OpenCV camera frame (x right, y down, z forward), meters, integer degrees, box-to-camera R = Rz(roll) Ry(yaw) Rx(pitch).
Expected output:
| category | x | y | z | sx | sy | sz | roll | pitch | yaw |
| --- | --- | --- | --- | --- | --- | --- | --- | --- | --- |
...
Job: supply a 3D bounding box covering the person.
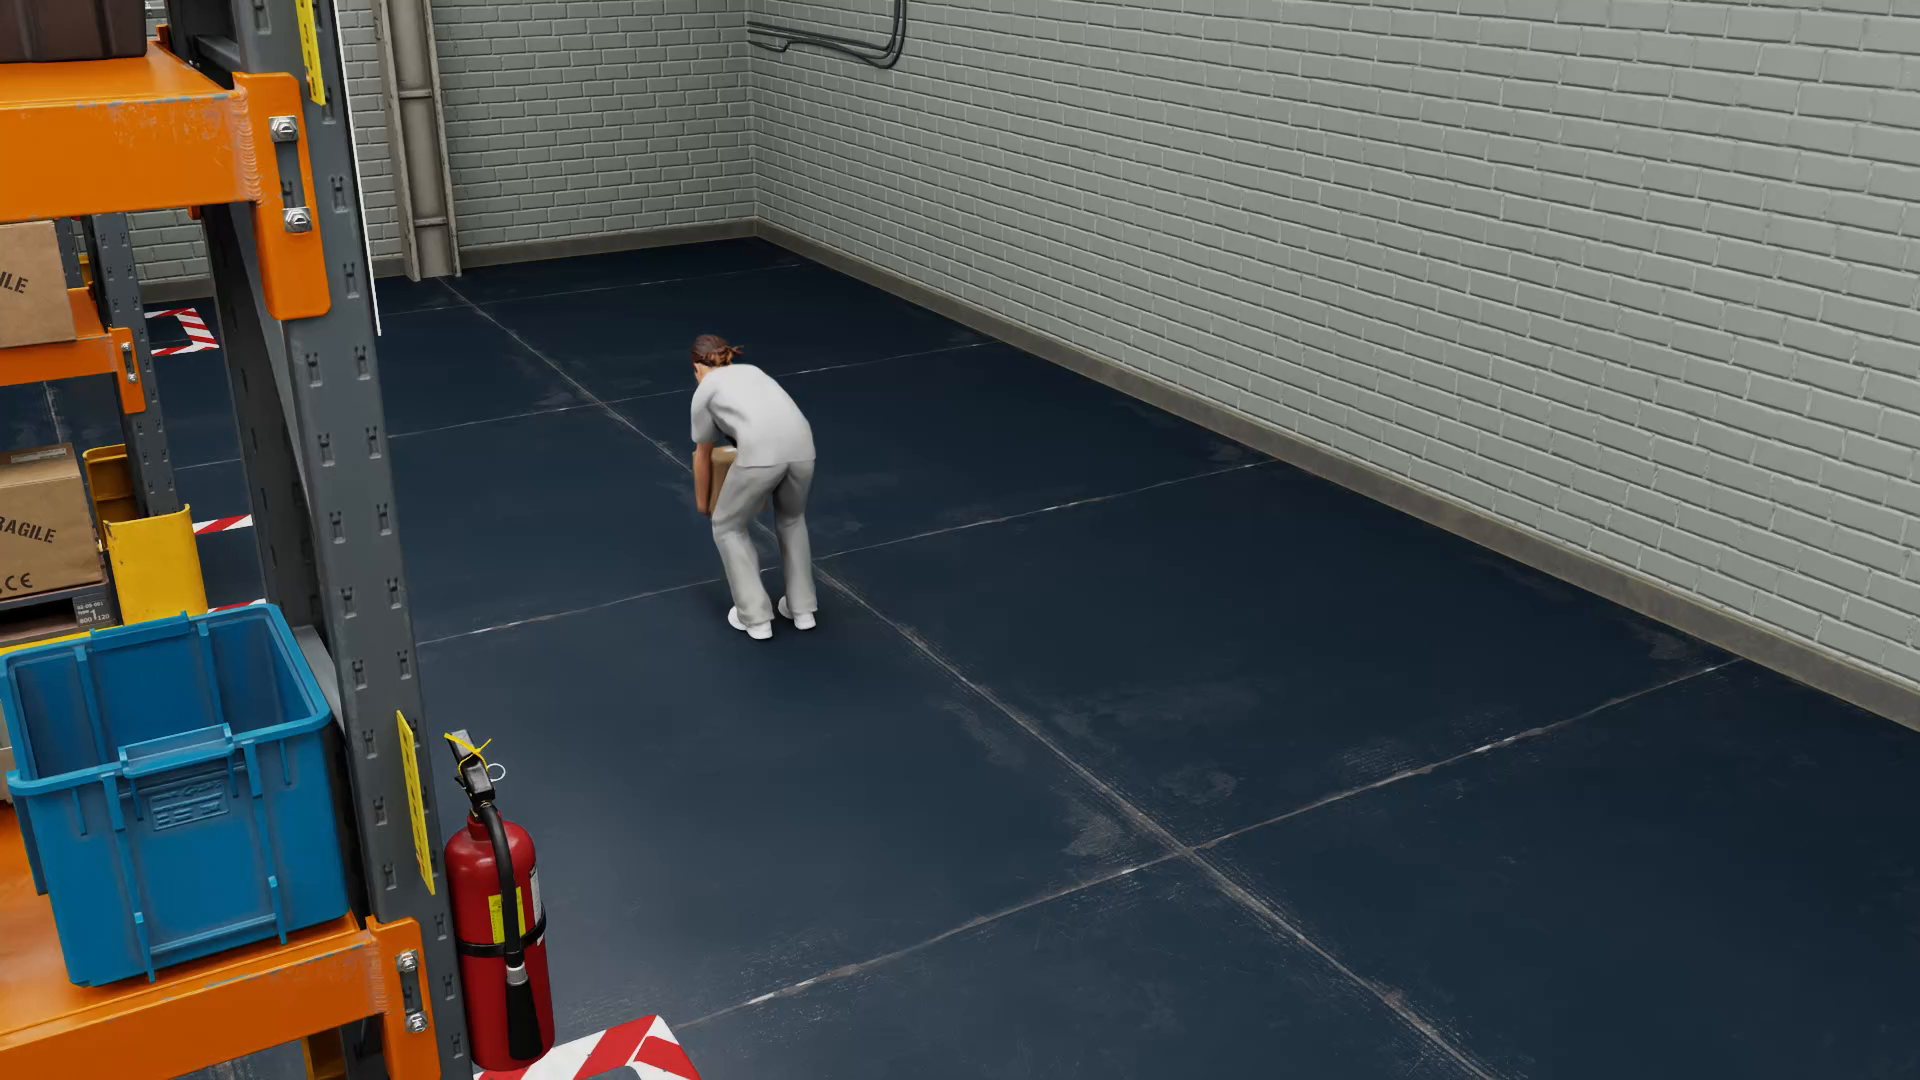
| category | x | y | z | sx | sy | sz | roll | pitch | yaw |
| --- | --- | --- | --- | --- | --- | --- | --- | --- | --- |
| person | -0.932 | -0.248 | 7.328 | 0.434 | 1.216 | 0.837 | -13 | 25 | -30 |
